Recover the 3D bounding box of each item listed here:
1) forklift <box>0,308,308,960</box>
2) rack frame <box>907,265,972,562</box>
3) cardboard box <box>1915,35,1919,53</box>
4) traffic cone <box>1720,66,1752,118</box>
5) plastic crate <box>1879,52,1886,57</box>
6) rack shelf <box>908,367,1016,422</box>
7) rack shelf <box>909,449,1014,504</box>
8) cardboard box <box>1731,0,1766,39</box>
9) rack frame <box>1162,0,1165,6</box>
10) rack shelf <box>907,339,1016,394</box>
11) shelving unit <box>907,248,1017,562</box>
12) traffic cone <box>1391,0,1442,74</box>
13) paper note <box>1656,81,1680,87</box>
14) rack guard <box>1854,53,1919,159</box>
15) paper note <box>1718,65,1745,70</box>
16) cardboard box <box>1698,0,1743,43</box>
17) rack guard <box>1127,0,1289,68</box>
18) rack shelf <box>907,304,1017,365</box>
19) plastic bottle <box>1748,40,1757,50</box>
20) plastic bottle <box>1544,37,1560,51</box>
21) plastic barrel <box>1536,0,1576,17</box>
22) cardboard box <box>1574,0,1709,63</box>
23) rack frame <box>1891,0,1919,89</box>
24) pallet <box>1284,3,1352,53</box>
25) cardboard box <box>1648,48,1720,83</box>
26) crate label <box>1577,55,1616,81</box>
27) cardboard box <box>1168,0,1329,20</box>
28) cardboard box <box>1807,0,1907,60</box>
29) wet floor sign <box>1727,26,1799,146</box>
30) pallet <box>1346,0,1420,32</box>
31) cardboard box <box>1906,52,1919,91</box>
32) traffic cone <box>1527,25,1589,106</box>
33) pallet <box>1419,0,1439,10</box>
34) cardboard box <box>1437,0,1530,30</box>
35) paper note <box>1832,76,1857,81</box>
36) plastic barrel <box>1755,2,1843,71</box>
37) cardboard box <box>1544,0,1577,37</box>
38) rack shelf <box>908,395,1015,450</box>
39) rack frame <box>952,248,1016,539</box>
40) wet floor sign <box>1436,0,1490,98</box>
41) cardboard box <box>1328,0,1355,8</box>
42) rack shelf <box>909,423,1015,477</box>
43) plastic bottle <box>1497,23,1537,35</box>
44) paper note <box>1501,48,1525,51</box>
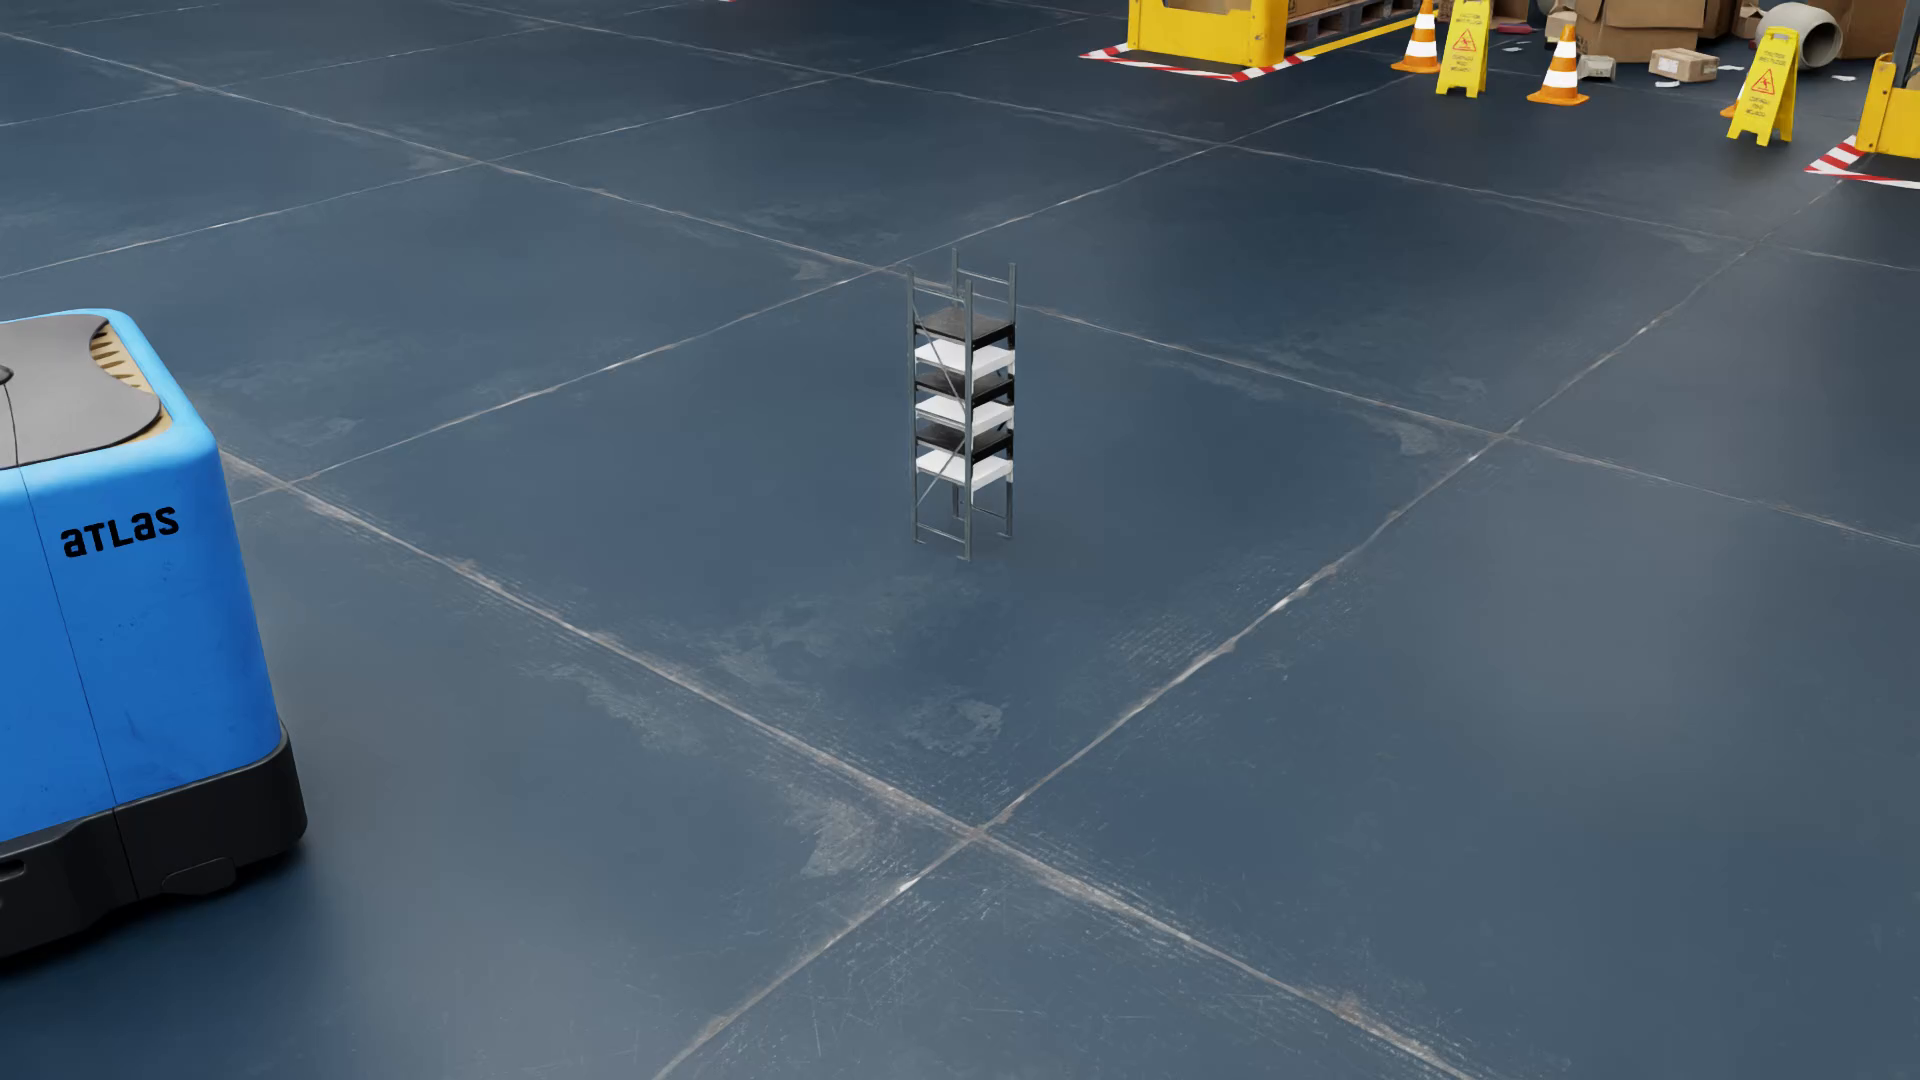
[{"bbox_3d":[-3.004,-0.365,2.766,3.031,2.935,1.130,-17,32,-30],"label":"forklift"},{"bbox_3d":[-0.059,-0.367,4.979,0.240,0.900,0.006,21,34,34],"label":"rack frame"},{"bbox_3d":[5.976,-3.114,9.723,0.500,0.500,0.500,21,34,35],"label":"cardboard box"},{"bbox_3d":[4.946,-2.858,10.270,0.336,0.463,0.334,21,34,34],"label":"traffic cone"},{"bbox_3d":[6.581,-3.259,11.463,0.402,0.080,0.583,9,29,17],"label":"plastic crate"},{"bbox_3d":[0.005,-0.453,5.023,0.258,0.077,0.200,21,34,34],"label":"rack shelf"},{"bbox_3d":[0.005,-0.213,5.147,0.258,0.077,0.200,21,34,34],"label":"rack shelf"},{"bbox_3d":[6.038,-3.997,12.688,0.258,0.266,0.396,0,27,0],"label":"cardboard box"},{"bbox_3d":[1.784,-4.866,11.391,1.000,3.000,0.127,21,34,34],"label":"rack frame"},{"bbox_3d":[0.005,-0.533,4.981,0.258,0.077,0.200,21,34,34],"label":"rack shelf"},{"bbox_3d":[0.005,-0.403,5.049,0.258,0.900,0.210,21,34,34],"label":"shelving unit"},{"bbox_3d":[3.218,-3.512,11.536,0.336,0.463,0.334,21,34,34],"label":"traffic cone"},{"bbox_3d":[4.733,-3.053,11.118,0.148,0.019,0.142,9,29,17],"label":"paper note"},{"bbox_3d":[5.716,-2.372,9.290,1.175,0.500,0.348,21,34,34],"label":"rack guard"},{"bbox_3d":[5.389,-3.305,11.619,0.142,0.019,0.148,-15,31,-27],"label":"paper note"},{"bbox_3d":[5.420,-4.103,12.486,0.797,0.637,0.503,21,34,34],"label":"cardboard box"},{"bbox_3d":[1.769,-3.747,11.949,1.175,0.500,0.348,21,34,34],"label":"rack guard"},{"bbox_3d":[0.005,-0.613,4.940,0.258,0.077,0.200,21,34,34],"label":"rack shelf"},{"bbox_3d":[5.944,-3.659,12.256,0.283,0.061,0.133,-21,34,-35],"label":"plastic bottle"},{"bbox_3d":[4.387,-3.667,12.272,0.133,0.061,0.283,9,29,17],"label":"plastic bottle"},{"bbox_3d":[4.791,-4.289,13.080,0.421,0.421,0.512,-5,28,-9],"label":"plastic barrel"},{"bbox_3d":[4.832,-3.709,11.872,0.797,0.503,0.637,0,27,0],"label":"cardboard box"},{"bbox_3d":[5.668,-3.455,8.664,1.000,3.000,0.127,21,34,34],"label":"rack frame"},{"bbox_3d":[2.232,-3.934,12.624,1.003,0.211,1.213,21,34,34],"label":"pallet"},{"bbox_3d":[4.943,-3.244,11.358,0.250,0.149,0.380,-10,29,-18],"label":"cardboard box"},{"bbox_3d":[4.326,-3.214,11.313,0.250,0.136,0.298,4,28,8],"label":"crate label"},{"bbox_3d":[2.165,-4.368,12.285,0.875,0.875,0.875,21,34,35],"label":"cardboard box"},{"bbox_3d":[6.481,-3.782,12.013,0.500,0.500,0.500,-5,28,-9],"label":"cardboard box"},{"bbox_3d":[4.722,-2.655,9.679,0.232,0.644,0.267,-15,31,-27],"label":"wet floor sign"},{"bbox_3d":[3.009,-4.364,13.456,1.003,0.211,1.213,21,34,34],"label":"pallet"},{"bbox_3d":[5.990,-2.794,9.922,0.500,0.250,0.500,21,34,34],"label":"cardboard box"},{"bbox_3d":[3.873,-3.061,10.664,0.336,0.463,0.334,21,34,34],"label":"traffic cone"},{"bbox_3d":[3.784,-4.799,14.296,1.003,0.211,1.213,21,34,34],"label":"pallet"},{"bbox_3d":[4.133,-4.325,13.063,0.500,0.500,0.500,-21,34,-35],"label":"cardboard box"},{"bbox_3d":[6.008,-3.145,11.297,0.142,0.019,0.148,9,29,17],"label":"paper note"},{"bbox_3d":[5.814,-3.485,11.527,0.421,0.421,0.512,-5,28,-9],"label":"plastic barrel"},{"bbox_3d":[4.656,-3.922,12.542,0.258,0.266,0.396,-21,34,-35],"label":"cardboard box"},{"bbox_3d":[0.005,-0.373,5.064,0.258,0.077,0.200,21,34,34],"label":"rack shelf"},{"bbox_3d":[0.070,-0.439,5.118,0.240,0.900,0.006,21,34,34],"label":"rack frame"},{"bbox_3d":[3.294,-3.231,10.794,0.267,0.644,0.232,15,31,26],"label":"wet floor sign"},{"bbox_3d":[2.723,-4.681,12.889,0.875,0.875,0.875,20,34,34],"label":"cardboard box"},{"bbox_3d":[0.005,-0.293,5.105,0.258,0.077,0.200,21,34,34],"label":"rack shelf"},{"bbox_3d":[4.281,-3.925,12.770,0.283,0.061,0.133,9,29,17],"label":"plastic bottle"},{"bbox_3d":[4.065,-3.591,12.161,0.142,0.017,0.144,-15,31,-27],"label":"paper note"}]
